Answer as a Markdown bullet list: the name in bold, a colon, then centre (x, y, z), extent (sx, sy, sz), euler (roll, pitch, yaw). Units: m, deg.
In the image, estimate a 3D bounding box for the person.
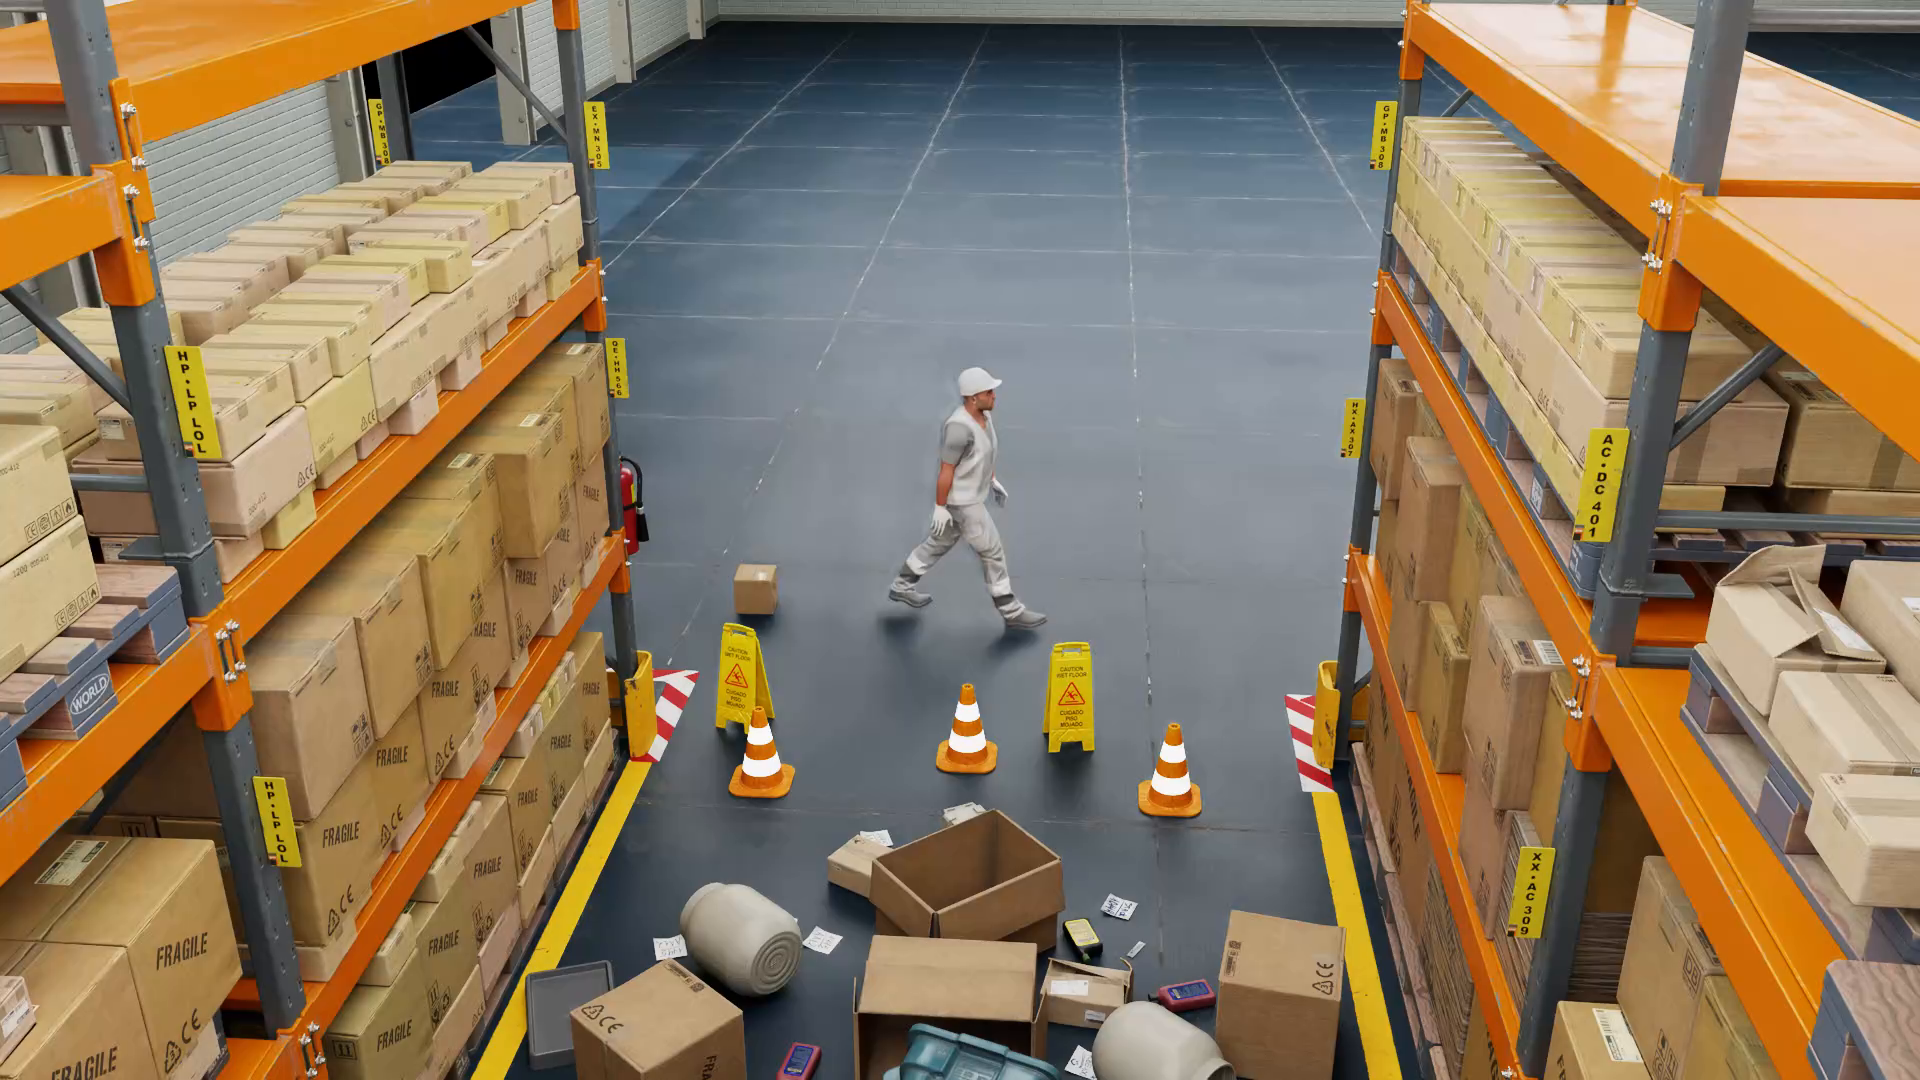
- **person**: centre (0.054, -0.280, 10.635), extent (1.088, 1.738, 0.575), euler (5, 25, 10)
